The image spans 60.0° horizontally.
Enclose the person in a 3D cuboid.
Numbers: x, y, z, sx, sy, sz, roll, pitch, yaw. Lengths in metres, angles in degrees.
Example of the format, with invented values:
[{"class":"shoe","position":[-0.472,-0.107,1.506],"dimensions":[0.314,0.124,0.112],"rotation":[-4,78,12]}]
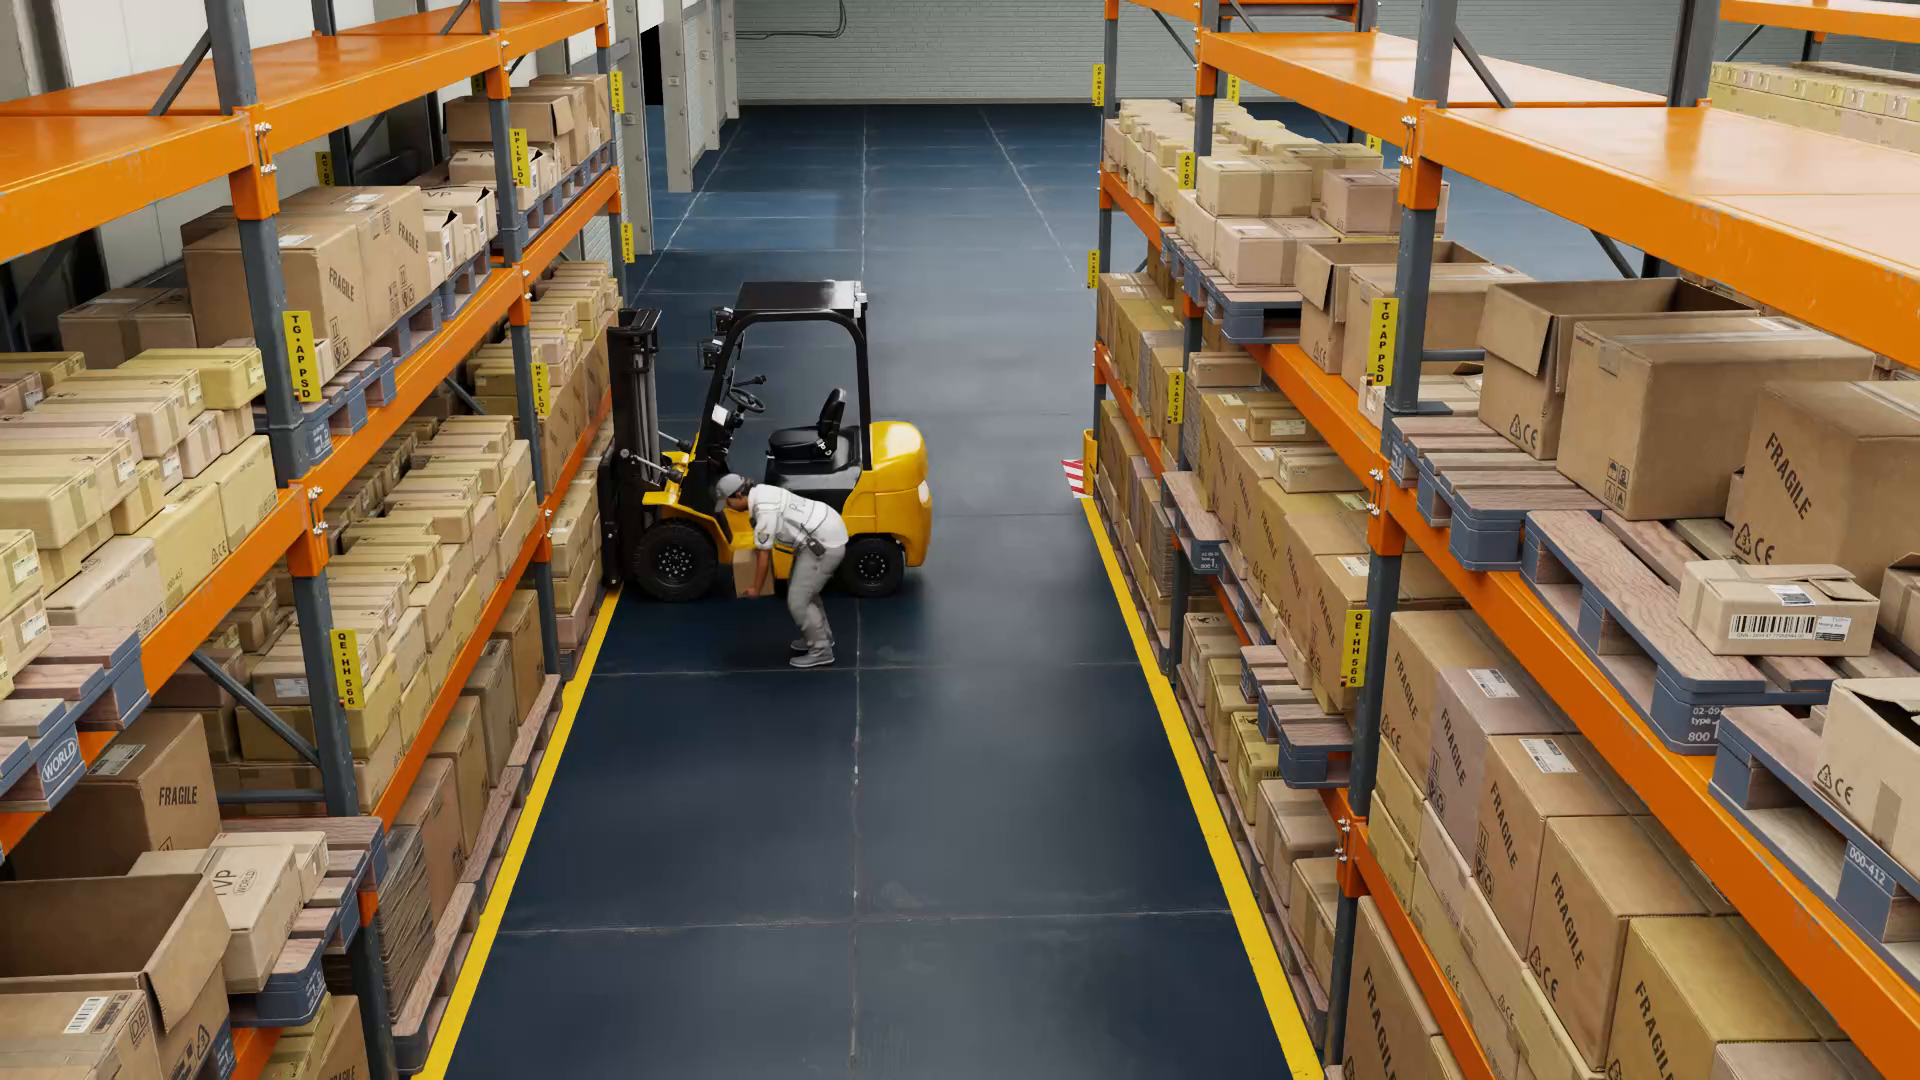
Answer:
[{"class":"person","position":[-1.175,0.178,11.094],"dimensions":[0.873,1.325,0.467],"rotation":[-2,21,-5]}]
